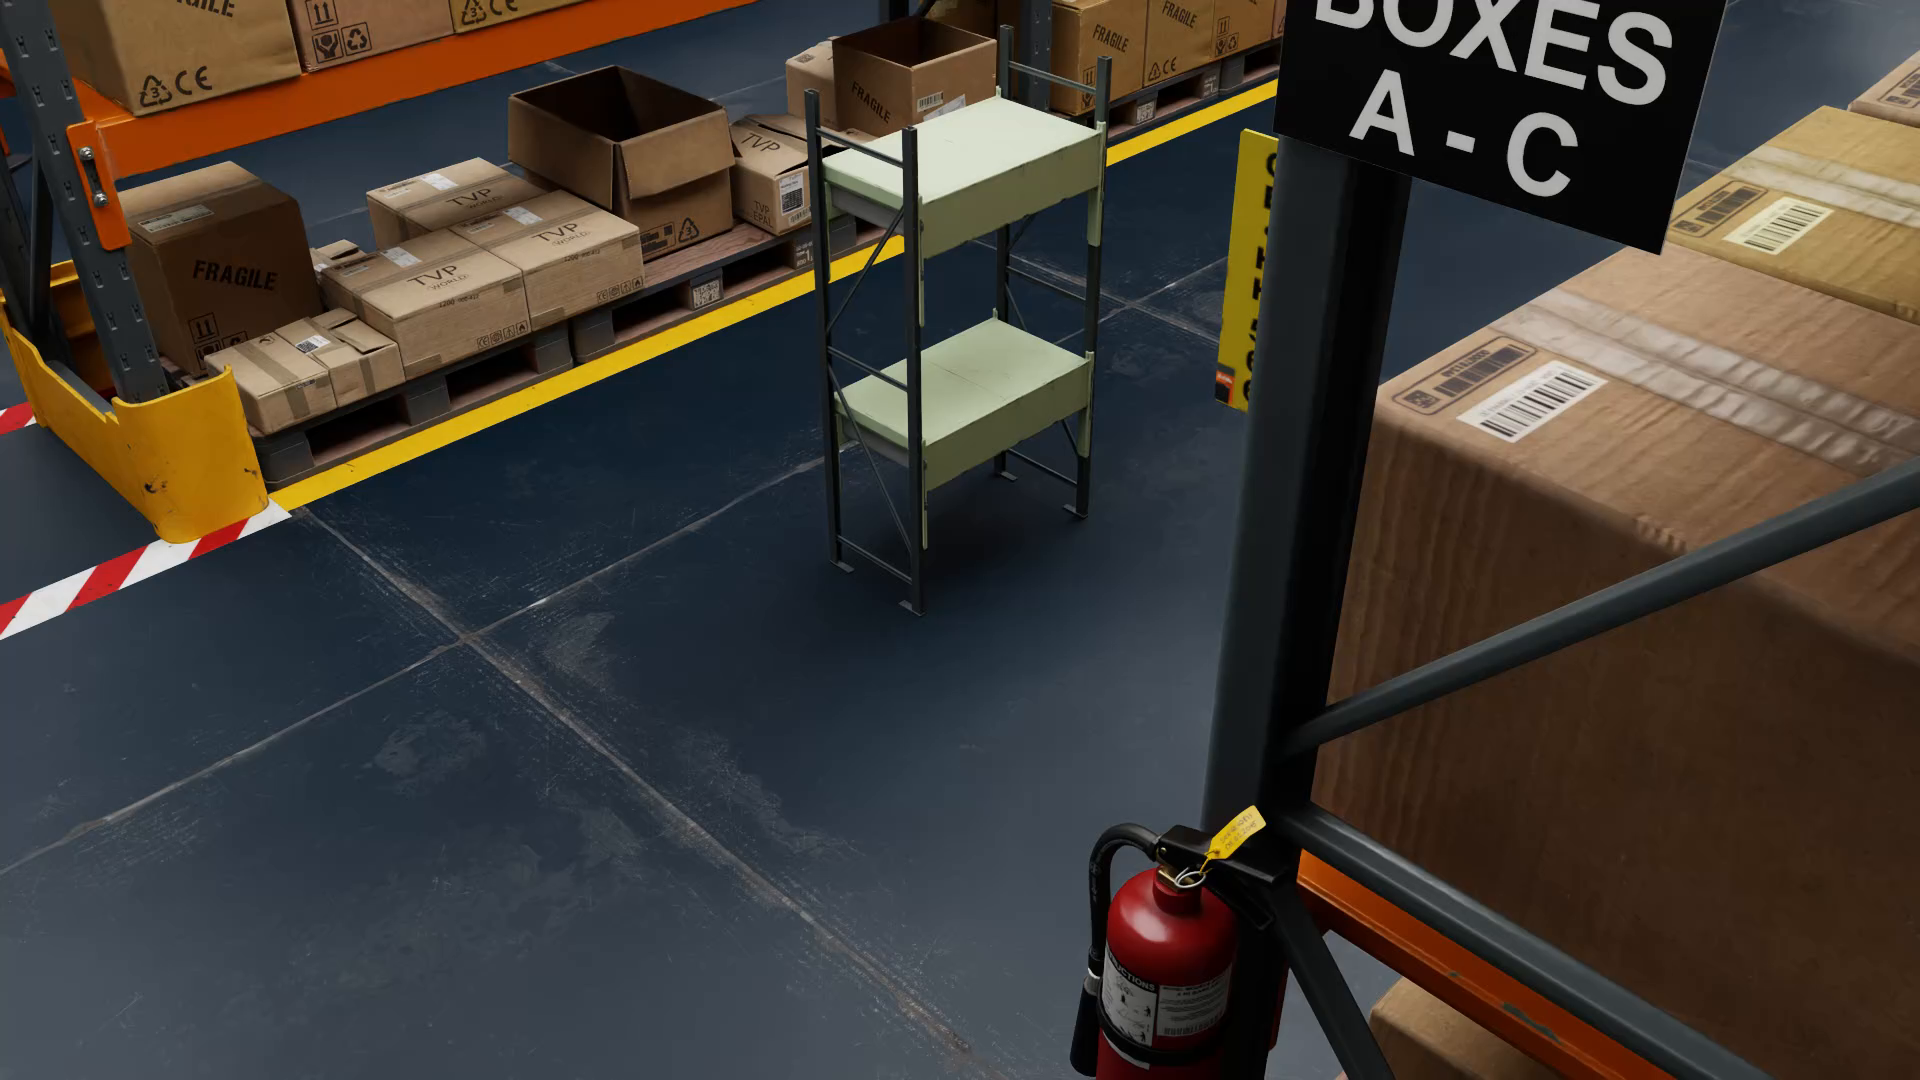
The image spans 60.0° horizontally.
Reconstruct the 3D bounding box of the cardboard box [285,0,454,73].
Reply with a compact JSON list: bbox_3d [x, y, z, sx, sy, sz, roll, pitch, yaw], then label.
[{"bbox_3d":[-1.952,-1.803,5.125,0.500,0.500,0.500,29,44,35],"label":"cardboard box"}]

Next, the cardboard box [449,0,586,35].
[{"bbox_3d":[-1.596,-2.005,5.416,0.500,0.500,0.500,29,44,35],"label":"cardboard box"}]

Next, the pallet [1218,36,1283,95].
[{"bbox_3d":[1.413,-2.799,9.079,1.003,0.211,1.213,30,45,35],"label":"pallet"}]

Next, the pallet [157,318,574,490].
[{"bbox_3d":[-2.197,-0.687,6.051,1.003,0.211,1.213,30,45,35],"label":"pallet"}]

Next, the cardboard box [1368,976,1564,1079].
[{"bbox_3d":[1.129,1.047,2.944,0.700,0.500,0.500,30,45,35],"label":"cardboard box"}]

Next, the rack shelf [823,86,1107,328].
[{"bbox_3d":[0.005,-0.938,4.602,0.431,0.370,0.720,30,45,35],"label":"rack shelf"}]

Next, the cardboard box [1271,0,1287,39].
[{"bbox_3d":[1.603,-2.979,8.700,0.500,0.500,0.500,28,43,34],"label":"cardboard box"}]

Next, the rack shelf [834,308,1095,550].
[{"bbox_3d":[0.005,-0.350,5.011,0.431,0.370,0.720,30,45,35],"label":"rack shelf"}]

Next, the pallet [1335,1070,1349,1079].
[{"bbox_3d":[1.215,1.306,3.192,1.003,0.211,1.213,30,45,35],"label":"pallet"}]

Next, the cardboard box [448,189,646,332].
[{"bbox_3d":[-1.522,-1.041,6.140,0.500,0.250,0.500,30,45,35],"label":"cardboard box"}]

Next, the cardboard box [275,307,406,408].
[{"bbox_3d":[-2.096,-0.628,5.620,0.380,0.166,0.250,30,45,35],"label":"cardboard box"}]

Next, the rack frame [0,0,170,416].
[{"bbox_3d":[-2.811,-1.476,4.745,1.000,3.000,0.127,30,45,35],"label":"rack frame"}]

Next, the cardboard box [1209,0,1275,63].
[{"bbox_3d":[1.246,-2.774,8.406,0.500,0.500,0.500,-29,44,-35],"label":"cardboard box"}]

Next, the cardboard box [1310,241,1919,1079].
[{"bbox_3d":[1.059,0.185,2.101,0.700,0.700,0.980,-28,43,-34],"label":"cardboard box"}]

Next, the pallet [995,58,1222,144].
[{"bbox_3d":[0.553,-2.302,8.366,1.003,0.211,1.213,30,45,35],"label":"pallet"}]

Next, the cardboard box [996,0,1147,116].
[{"bbox_3d":[0.521,-2.353,7.803,0.500,0.500,0.500,27,43,33],"label":"cardboard box"}]

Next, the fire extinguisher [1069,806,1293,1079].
[{"bbox_3d":[0.273,0.579,2.192,0.296,0.674,0.183,30,45,35],"label":"fire extinguisher"}]

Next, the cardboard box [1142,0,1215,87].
[{"bbox_3d":[0.889,-2.574,8.120,0.500,0.500,0.500,-29,44,-35],"label":"cardboard box"}]

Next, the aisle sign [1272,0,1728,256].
[{"bbox_3d":[0.443,-0.639,1.272,0.394,0.787,0.004,30,45,35],"label":"aisle sign"}]

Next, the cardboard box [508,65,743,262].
[{"bbox_3d":[-1.313,-1.492,6.565,0.797,0.503,0.637,30,45,35],"label":"cardboard box"}]

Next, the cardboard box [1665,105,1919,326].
[{"bbox_3d":[1.564,-0.115,2.531,0.980,0.700,0.700,29,44,35],"label":"cardboard box"}]

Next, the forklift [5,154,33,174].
[{"bbox_3d":[-4.795,-1.924,5.447,1.130,2.935,3.031,10,36,13],"label":"forklift"}]

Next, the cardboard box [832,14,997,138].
[{"bbox_3d":[-0.193,-1.910,7.167,0.500,0.500,0.500,30,45,35],"label":"cardboard box"}]

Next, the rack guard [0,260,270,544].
[{"bbox_3d":[-2.758,-0.482,5.504,1.175,0.500,0.348,30,45,35],"label":"rack guard"}]

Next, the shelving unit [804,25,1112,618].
[{"bbox_3d":[0.005,-0.618,4.825,0.431,1.500,0.755,30,45,35],"label":"shelving unit"}]

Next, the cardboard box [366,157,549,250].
[{"bbox_3d":[-1.912,-1.222,6.400,0.500,0.250,0.500,30,45,35],"label":"cardboard box"}]

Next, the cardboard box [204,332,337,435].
[{"bbox_3d":[-2.272,-0.519,5.479,0.380,0.149,0.250,30,45,35],"label":"cardboard box"}]

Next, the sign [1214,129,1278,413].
[{"bbox_3d":[0.331,-0.278,1.807,0.100,0.325,0.005,30,45,35],"label":"sign"}]

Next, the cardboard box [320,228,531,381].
[{"bbox_3d":[-1.875,-0.838,5.849,0.500,0.250,0.500,30,45,35],"label":"cardboard box"}]

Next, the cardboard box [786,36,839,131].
[{"bbox_3d":[-0.442,-2.094,7.597,0.500,0.311,0.500,30,45,35],"label":"cardboard box"}]

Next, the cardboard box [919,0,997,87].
[{"bbox_3d":[0.151,-2.571,8.115,0.500,0.500,0.500,29,44,35],"label":"cardboard box"}]

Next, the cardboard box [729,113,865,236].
[{"bbox_3d":[-0.722,-1.528,6.784,0.500,0.311,0.500,30,45,35],"label":"cardboard box"}]

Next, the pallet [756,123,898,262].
[{"bbox_3d":[-0.478,-1.678,7.471,1.003,0.211,1.213,30,45,35],"label":"pallet"}]

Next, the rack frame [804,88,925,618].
[{"bbox_3d":[-0.253,-0.469,4.612,0.400,1.500,0.023,30,45,35],"label":"rack frame"}]

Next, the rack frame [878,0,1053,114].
[{"bbox_3d":[0.007,-3.100,7.073,1.000,3.000,0.127,30,45,35],"label":"rack frame"}]

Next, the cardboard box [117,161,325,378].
[{"bbox_3d":[-2.603,-0.951,5.793,0.500,0.500,0.500,30,45,35],"label":"cardboard box"}]

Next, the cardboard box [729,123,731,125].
[{"bbox_3d":[-1.045,-1.680,7.129,0.380,0.166,0.250,30,45,35],"label":"cardboard box"}]

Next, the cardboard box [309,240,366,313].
[{"bbox_3d":[-2.254,-0.943,6.072,0.380,0.166,0.250,30,45,35],"label":"cardboard box"}]

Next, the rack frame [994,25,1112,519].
[{"bbox_3d":[0.263,-0.766,5.038,0.400,1.500,0.023,30,45,35],"label":"rack frame"}]

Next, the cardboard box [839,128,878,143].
[{"bbox_3d":[-0.415,-1.589,7.014,0.380,0.149,0.250,30,45,35],"label":"cardboard box"}]

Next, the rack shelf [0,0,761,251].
[{"bbox_3d":[-1.402,-1.993,6.115,1.077,0.370,4.000,30,45,35],"label":"rack shelf"}]

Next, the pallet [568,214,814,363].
[{"bbox_3d":[-1.337,-1.180,6.758,1.003,0.211,1.213,30,45,35],"label":"pallet"}]

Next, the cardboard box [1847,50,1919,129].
[{"bbox_3d":[2.107,-0.421,2.969,0.980,0.700,0.700,27,43,33],"label":"cardboard box"}]

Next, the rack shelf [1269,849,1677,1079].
[{"bbox_3d":[2.116,0.002,3.254,1.077,0.370,4.000,30,45,35],"label":"rack shelf"}]

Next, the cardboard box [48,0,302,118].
[{"bbox_3d":[-2.312,-1.591,4.822,0.500,0.500,0.500,-29,44,-35],"label":"cardboard box"}]
